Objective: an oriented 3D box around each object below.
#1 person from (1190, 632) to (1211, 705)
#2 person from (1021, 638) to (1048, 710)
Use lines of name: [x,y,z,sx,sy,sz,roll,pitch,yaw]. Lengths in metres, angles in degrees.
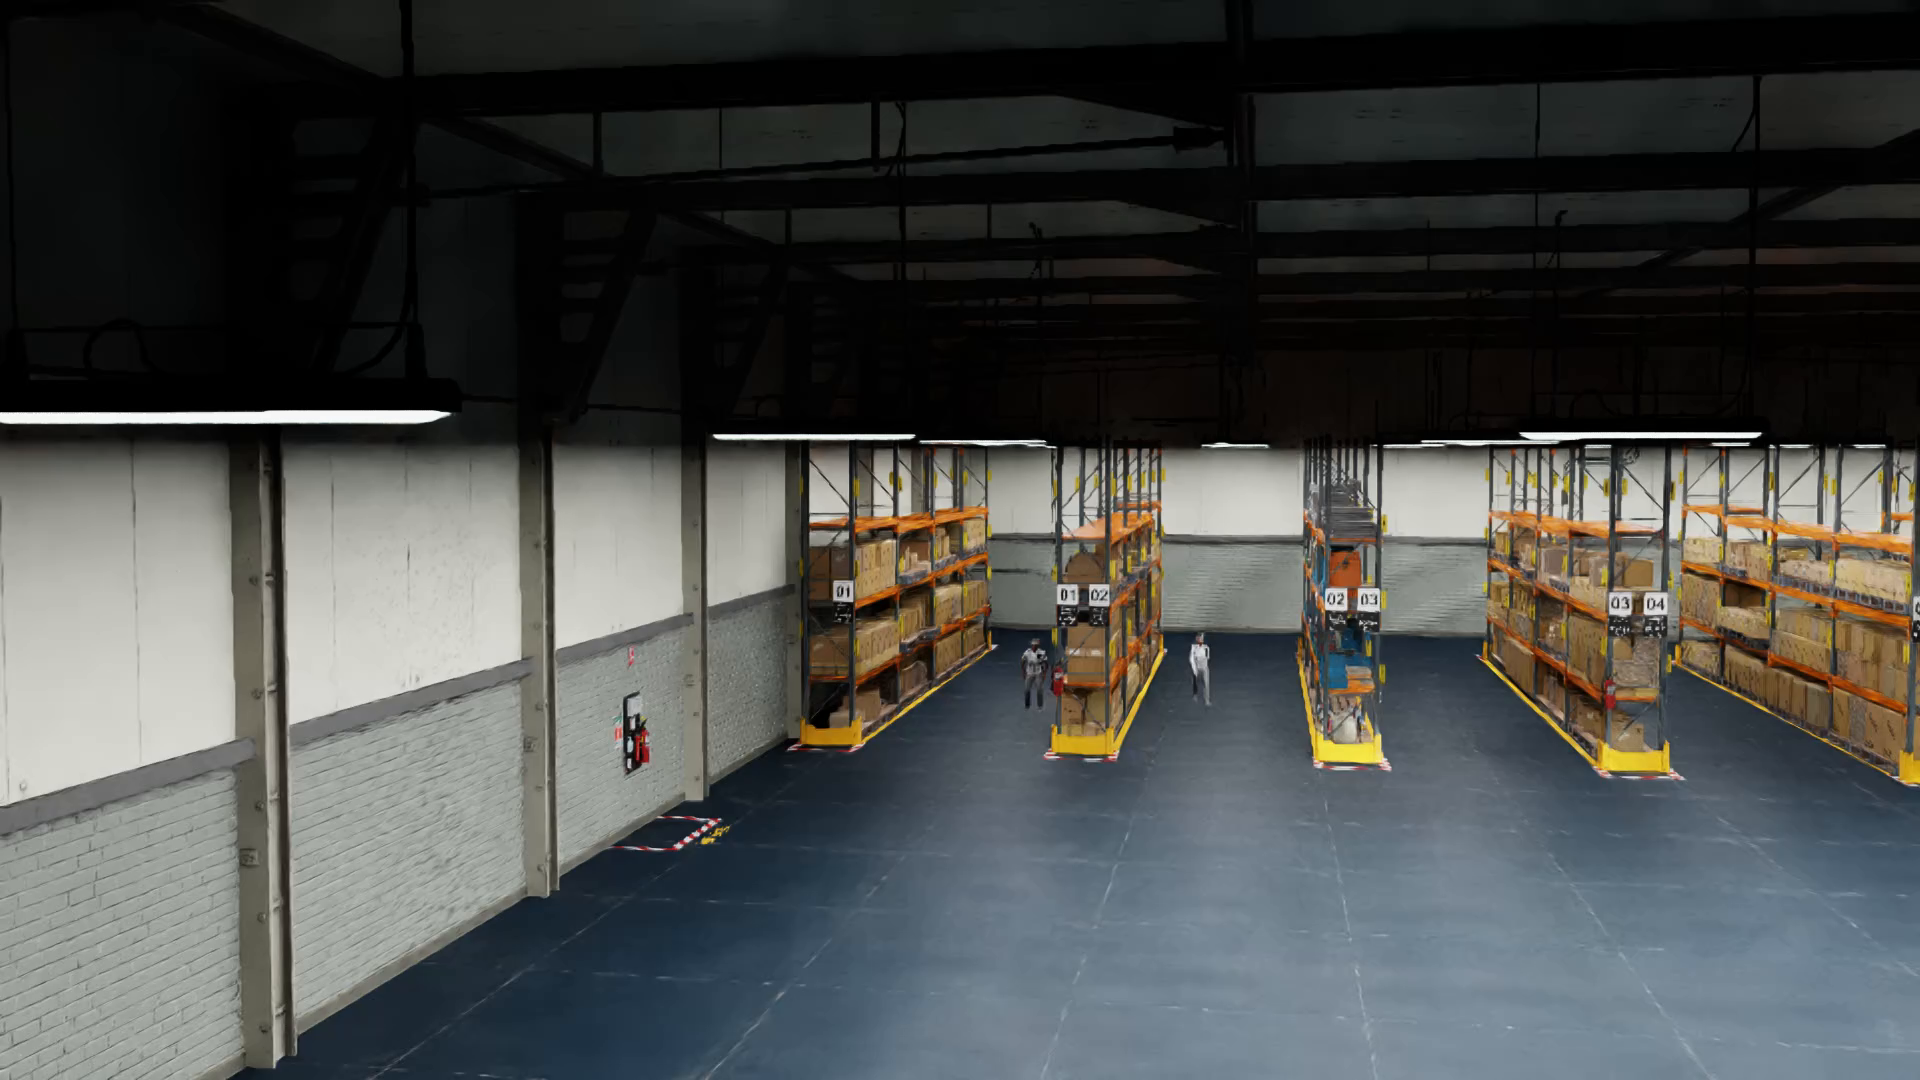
person: [5.396,2.872,37.398,0.483,1.621,0.995,0,3,2]
person: [1.638,2.940,36.532,0.592,1.629,0.525,0,3,8]
